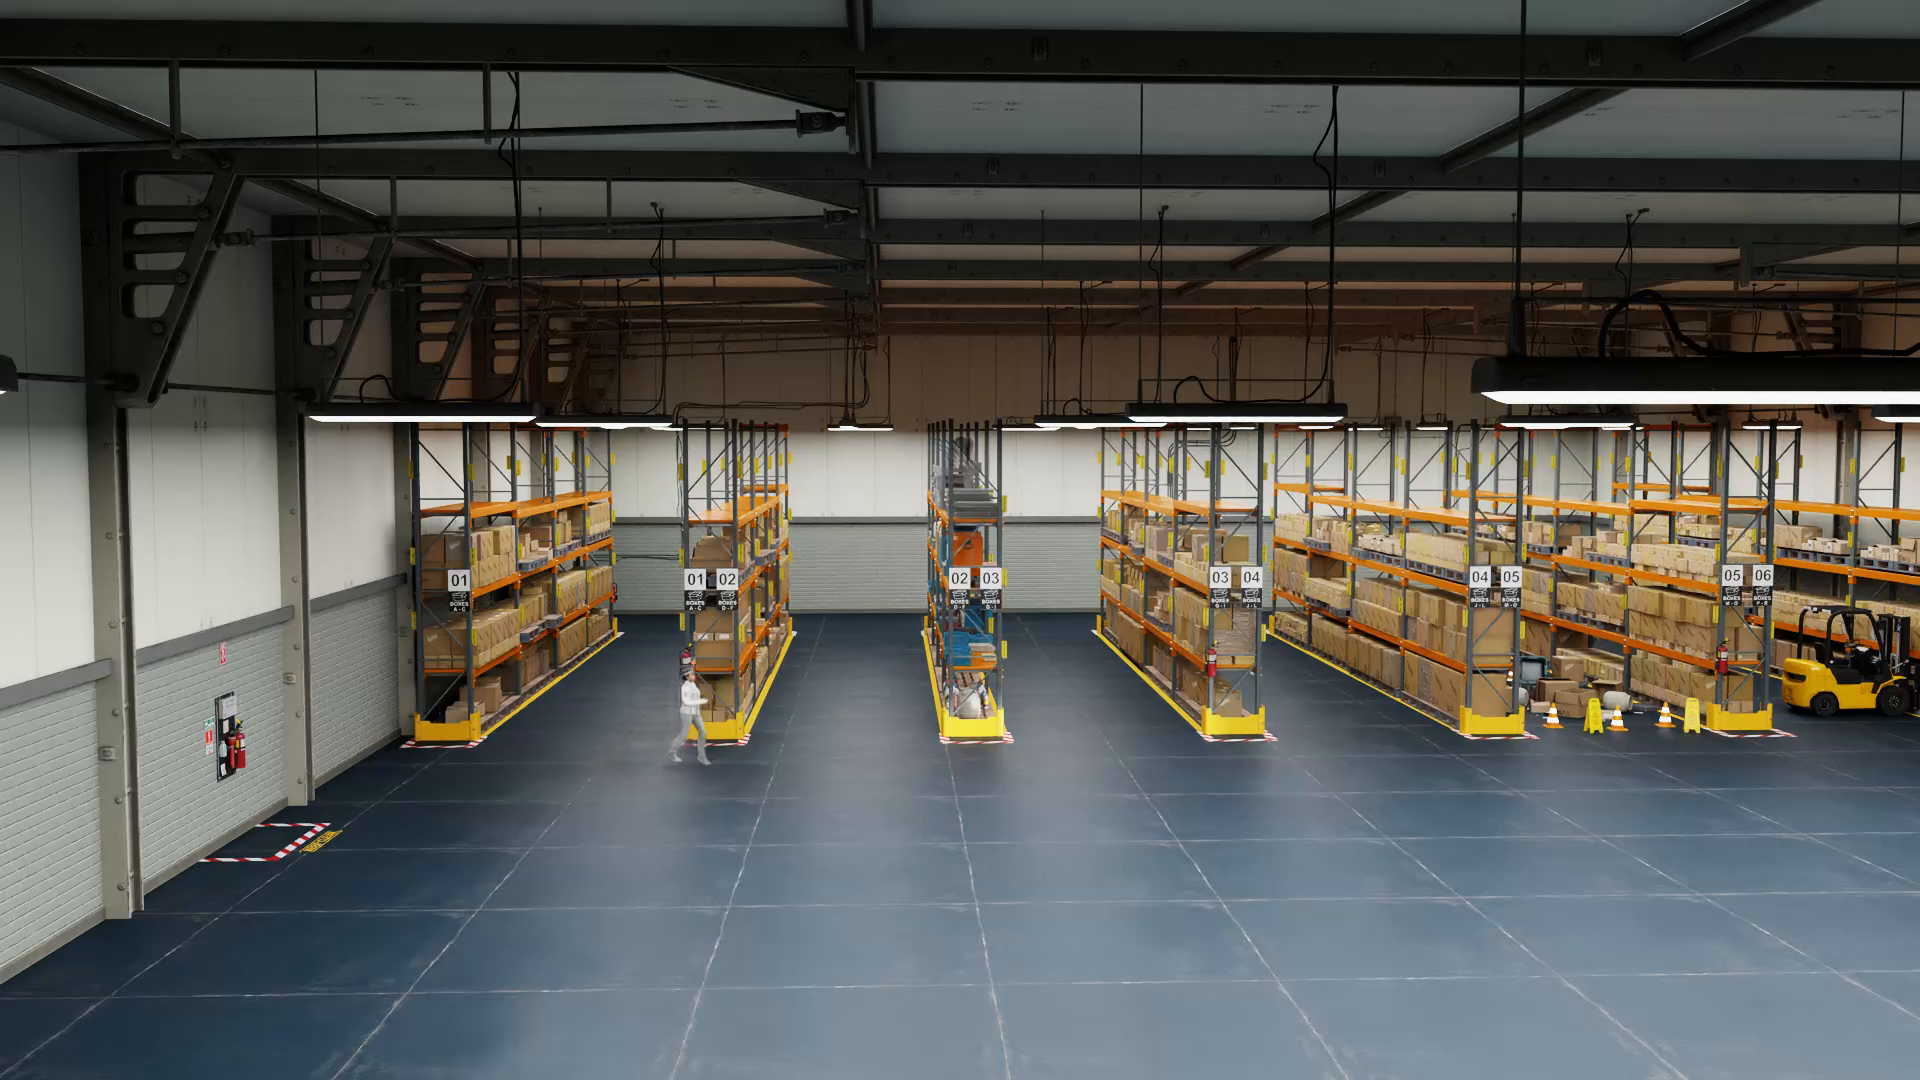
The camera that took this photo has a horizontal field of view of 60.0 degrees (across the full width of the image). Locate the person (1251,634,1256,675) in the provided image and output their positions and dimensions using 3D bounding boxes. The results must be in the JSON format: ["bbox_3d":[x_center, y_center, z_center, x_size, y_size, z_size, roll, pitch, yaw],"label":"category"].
[{"bbox_3d":[6.977,2.442,39.661,0.574,1.524,0.934,0,4,8],"label":"person"}]

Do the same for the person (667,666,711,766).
[{"bbox_3d":[-4.688,3.039,28.647,0.770,1.741,0.597,1,4,17],"label":"person"}]
